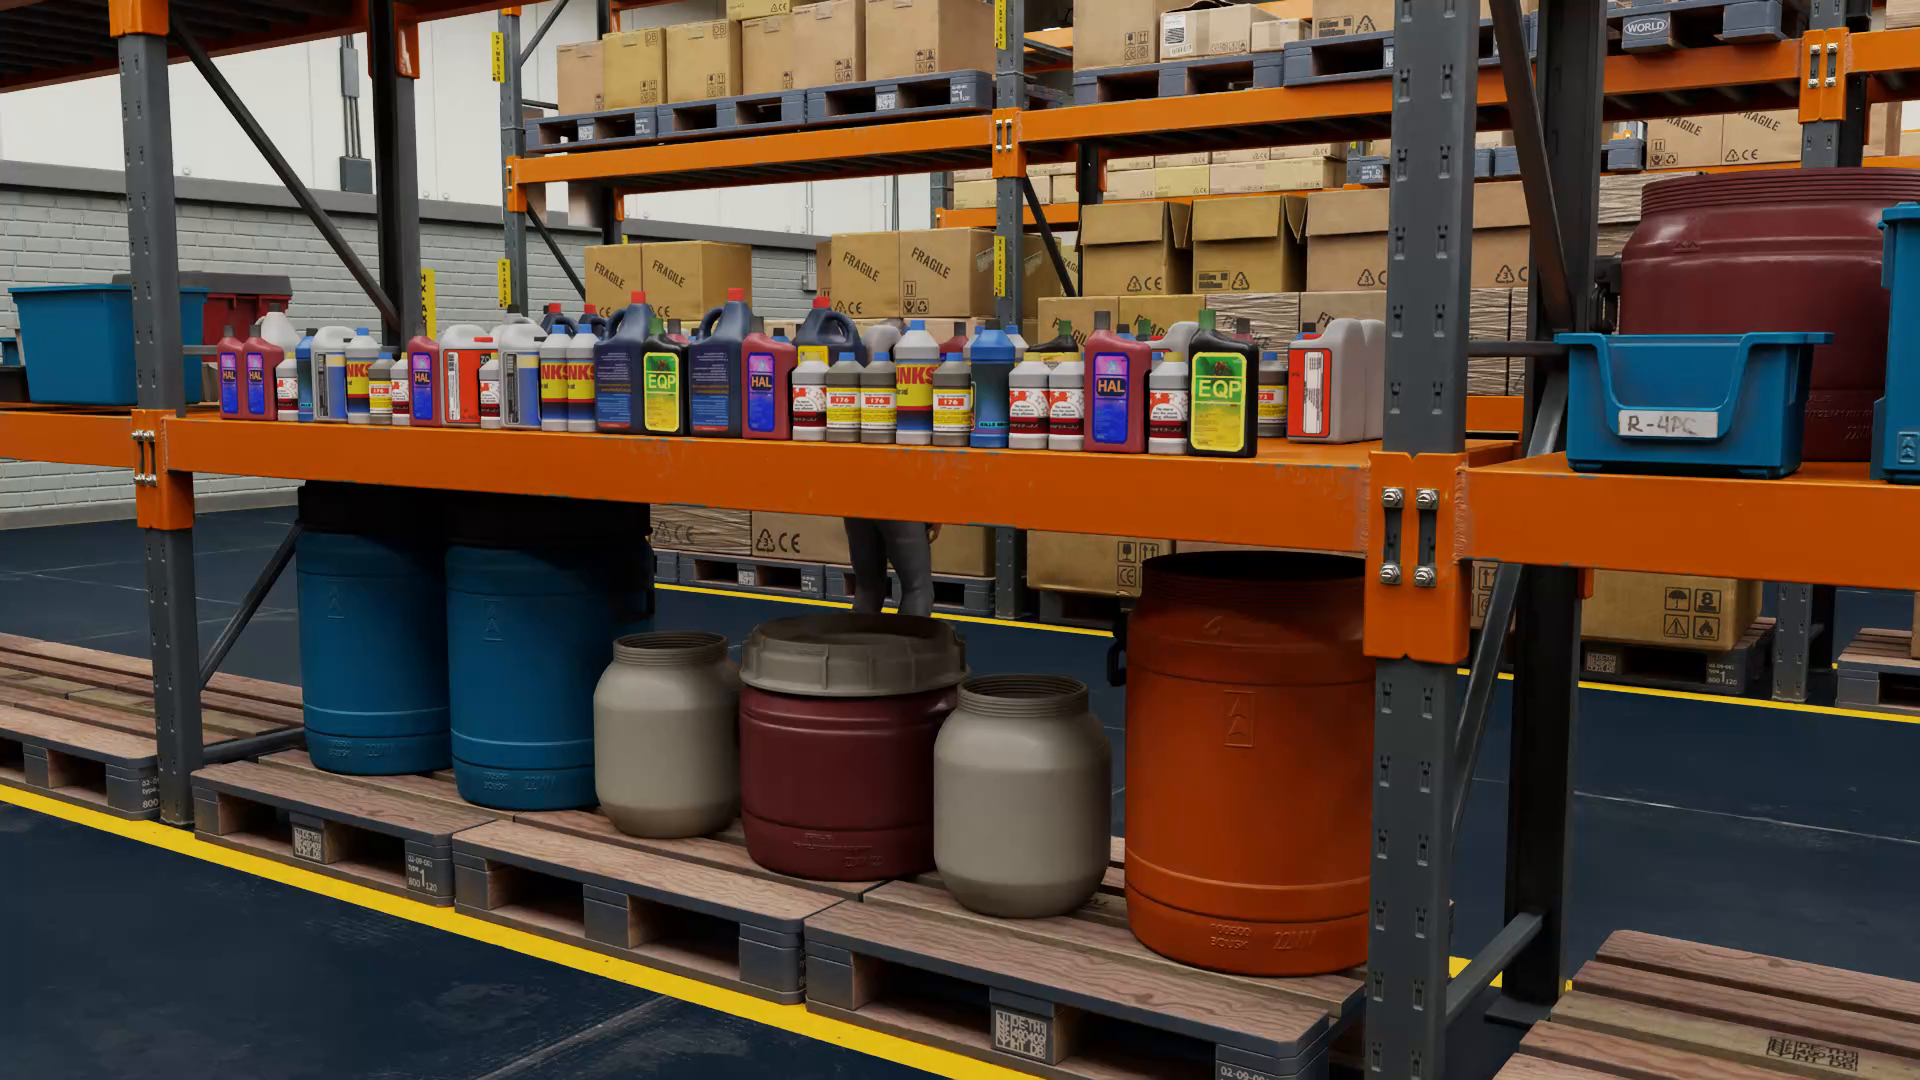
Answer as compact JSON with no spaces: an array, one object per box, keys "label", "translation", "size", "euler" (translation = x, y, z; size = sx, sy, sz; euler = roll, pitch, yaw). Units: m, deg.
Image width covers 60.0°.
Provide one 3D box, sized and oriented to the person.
[{"label":"person","translation":[-0.300,-0.130,7.180],"size":[0.512,1.654,0.352],"euler":[4,8,33]}]
